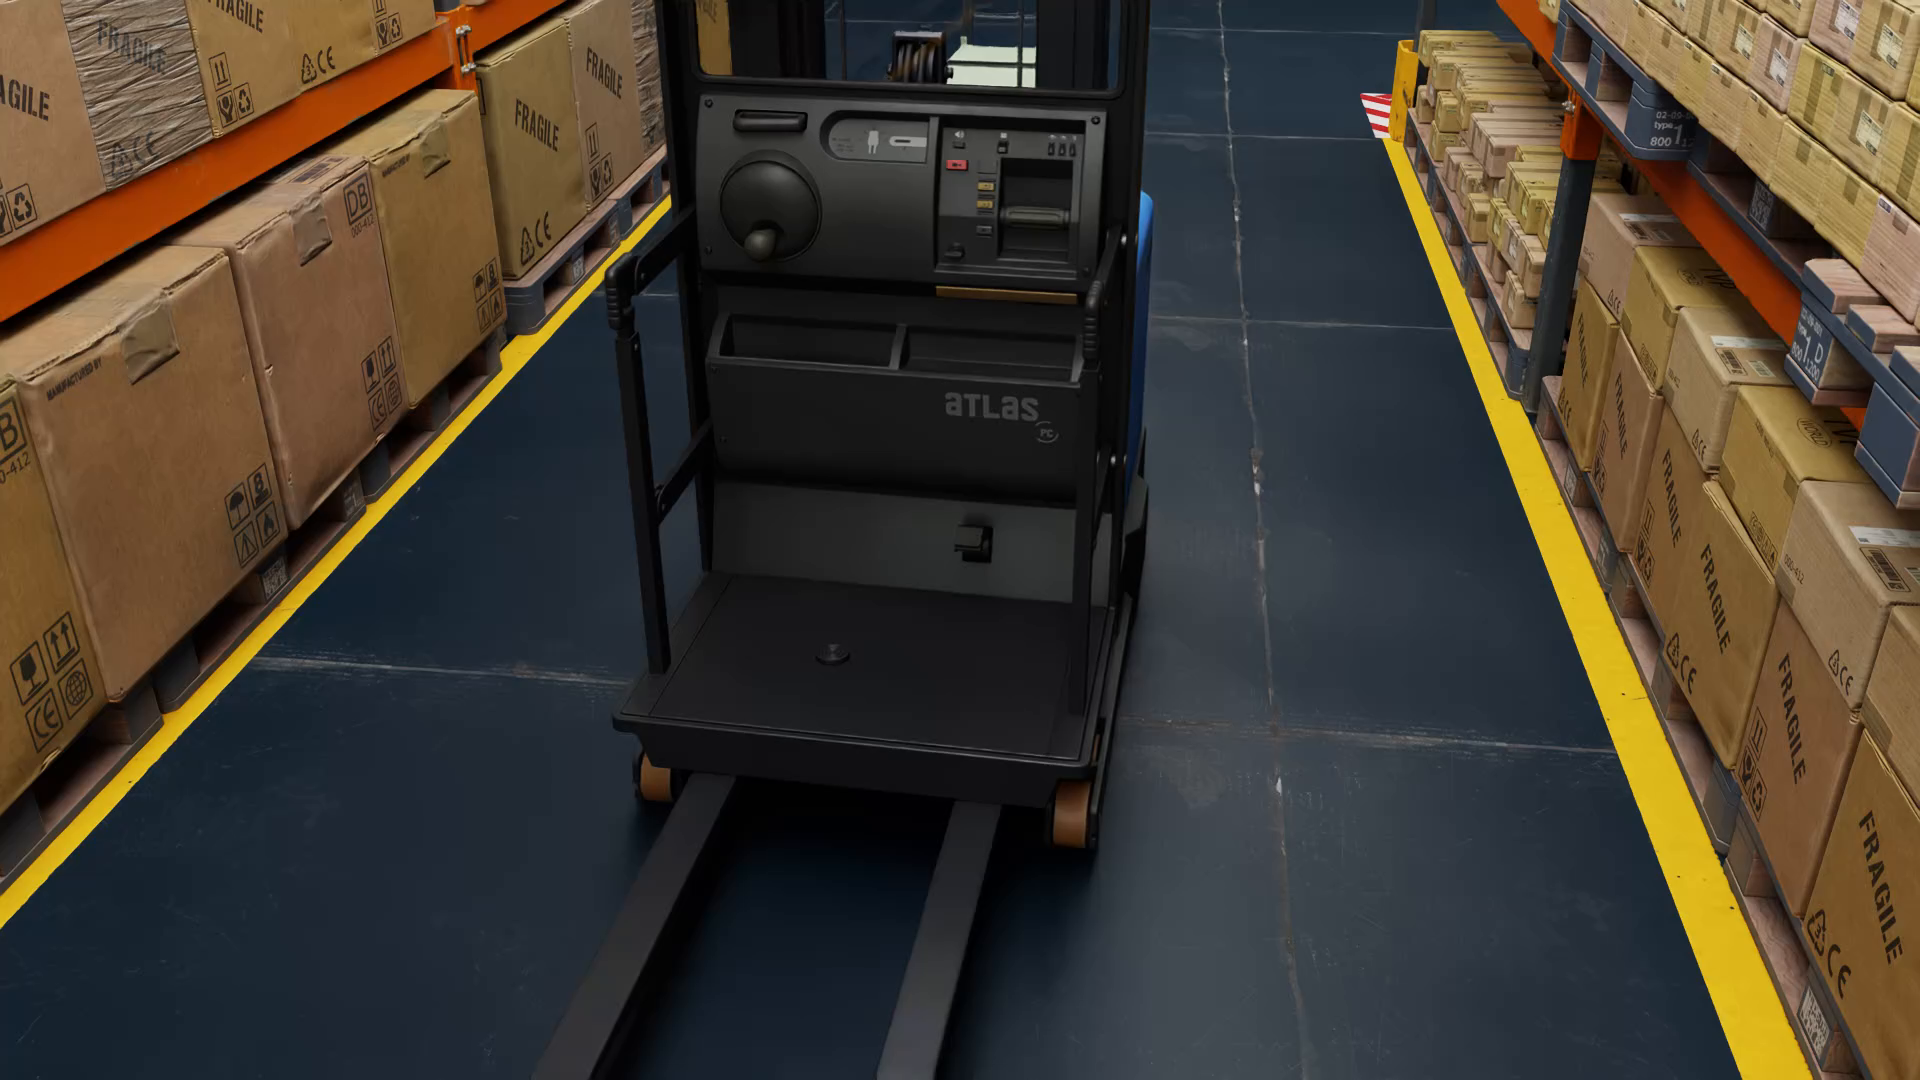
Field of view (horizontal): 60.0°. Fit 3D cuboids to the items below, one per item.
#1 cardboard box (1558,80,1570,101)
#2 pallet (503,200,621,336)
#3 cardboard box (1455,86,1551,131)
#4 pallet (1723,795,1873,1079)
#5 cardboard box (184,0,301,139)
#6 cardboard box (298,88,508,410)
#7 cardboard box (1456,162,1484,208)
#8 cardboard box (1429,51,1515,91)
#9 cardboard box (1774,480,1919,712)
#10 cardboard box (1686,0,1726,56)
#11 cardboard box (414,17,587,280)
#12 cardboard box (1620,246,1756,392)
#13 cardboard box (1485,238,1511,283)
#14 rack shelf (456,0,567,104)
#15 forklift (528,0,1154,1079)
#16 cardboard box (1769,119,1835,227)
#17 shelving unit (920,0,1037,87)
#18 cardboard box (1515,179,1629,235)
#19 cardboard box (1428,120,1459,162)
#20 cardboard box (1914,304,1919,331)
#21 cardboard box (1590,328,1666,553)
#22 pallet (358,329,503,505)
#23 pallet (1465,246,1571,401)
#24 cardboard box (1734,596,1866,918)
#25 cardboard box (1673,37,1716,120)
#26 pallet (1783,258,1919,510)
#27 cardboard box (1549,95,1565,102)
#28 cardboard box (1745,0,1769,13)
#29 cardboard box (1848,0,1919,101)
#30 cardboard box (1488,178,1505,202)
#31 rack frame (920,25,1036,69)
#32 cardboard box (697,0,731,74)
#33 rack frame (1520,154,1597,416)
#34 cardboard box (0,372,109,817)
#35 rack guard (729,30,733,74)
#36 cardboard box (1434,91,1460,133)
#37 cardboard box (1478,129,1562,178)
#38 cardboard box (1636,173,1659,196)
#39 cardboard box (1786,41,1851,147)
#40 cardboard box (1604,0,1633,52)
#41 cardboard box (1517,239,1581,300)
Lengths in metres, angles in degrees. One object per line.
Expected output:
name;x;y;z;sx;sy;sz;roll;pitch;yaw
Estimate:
cardboard box;3.167;-2.225;8.153;0.380;0.149;0.250;2;28;4
pallet;-2.161;-1.238;7.326;1.003;0.211;1.213;3;28;6
cardboard box;2.526;-2.004;7.743;0.380;0.149;0.250;4;29;7
pallet;2.186;0.966;3.235;1.003;0.211;1.213;3;28;6
cardboard box;-2.242;-1.442;4.658;0.500;0.500;0.500;3;28;6
cardboard box;-2.390;-1.060;5.852;1.225;0.875;0.875;3;29;6
cardboard box;2.511;-1.633;7.681;0.380;0.149;0.250;3;28;6
cardboard box;2.595;-2.377;8.435;0.380;0.149;0.250;3;28;6
cardboard box;1.963;0.116;3.274;0.500;0.250;0.500;4;29;7
cardboard box;1.918;-1.206;3.834;0.380;0.149;0.250;3;28;5
cardboard box;-2.171;-1.668;6.981;0.875;0.875;0.875;3;28;6
cardboard box;2.163;-0.608;4.618;0.500;0.250;0.500;4;29;8
cardboard box;2.372;-1.157;6.797;0.380;0.149;0.250;2;28;5
rack shelf;-2.087;-2.737;7.927;1.077;0.370;4.000;3;28;6
forklift;-0.175;-0.753;3.557;1.130;2.935;3.031;5;29;9
cardboard box;1.822;-0.709;3.226;0.380;0.149;0.250;2;28;4
shelving unit;0.145;-1.012;5.548;0.431;1.500;0.755;5;29;9
cardboard box;2.356;-1.274;6.388;0.380;0.149;0.250;4;29;7
cardboard box;2.572;-2.002;8.367;0.380;0.149;0.250;4;29;7
cardboard box;1.725;-0.344;2.548;0.380;0.149;0.250;3;28;6
cardboard box;2.162;-0.280;4.799;0.500;0.500;0.500;5;29;8
pallet;-2.351;-0.518;5.988;1.003;0.211;1.213;3;28;6
pallet;2.626;-0.867;6.638;1.003;0.211;1.213;3;28;6
cardboard box;1.977;0.452;3.440;0.500;0.500;0.500;4;29;8
cardboard box;1.919;-1.078;3.910;0.380;0.149;0.250;3;28;5
pallet;2.070;-0.151;2.570;1.213;0.211;1.003;3;28;6
cardboard box;3.090;-2.090;8.217;0.380;0.149;0.250;3;28;6
cardboard box;1.887;-1.219;3.544;0.380;0.149;0.250;4;29;8
cardboard box;1.788;-0.855;2.869;0.380;0.149;0.250;4;29;8
cardboard box;2.478;-1.493;7.108;0.380;0.149;0.250;4;29;7
rack frame;0.081;-0.841;5.230;0.400;1.500;0.023;5;29;9
cardboard box;-1.841;-2.939;9.340;0.875;0.875;0.875;3;28;6
rack frame;2.579;-1.777;5.386;1.000;3.000;0.127;3;28;6
cardboard box;-2.717;0.197;3.519;1.225;0.875;0.875;2;28;4
rack guard;-1.839;-2.906;10.118;1.175;0.500;0.348;3;28;6
cardboard box;2.579;-2.128;8.287;0.380;0.149;0.250;4;29;8
cardboard box;2.430;-1.642;7.071;0.380;0.149;0.250;2;28;4
cardboard box;2.901;-1.367;6.560;0.380;0.149;0.250;3;28;5
cardboard box;1.822;-0.843;3.160;0.380;0.149;0.250;3;28;6
cardboard box;2.011;-1.444;4.590;0.380;0.149;0.250;4;29;7
cardboard box;2.302;-1.004;6.201;0.380;0.149;0.250;4;29;7
